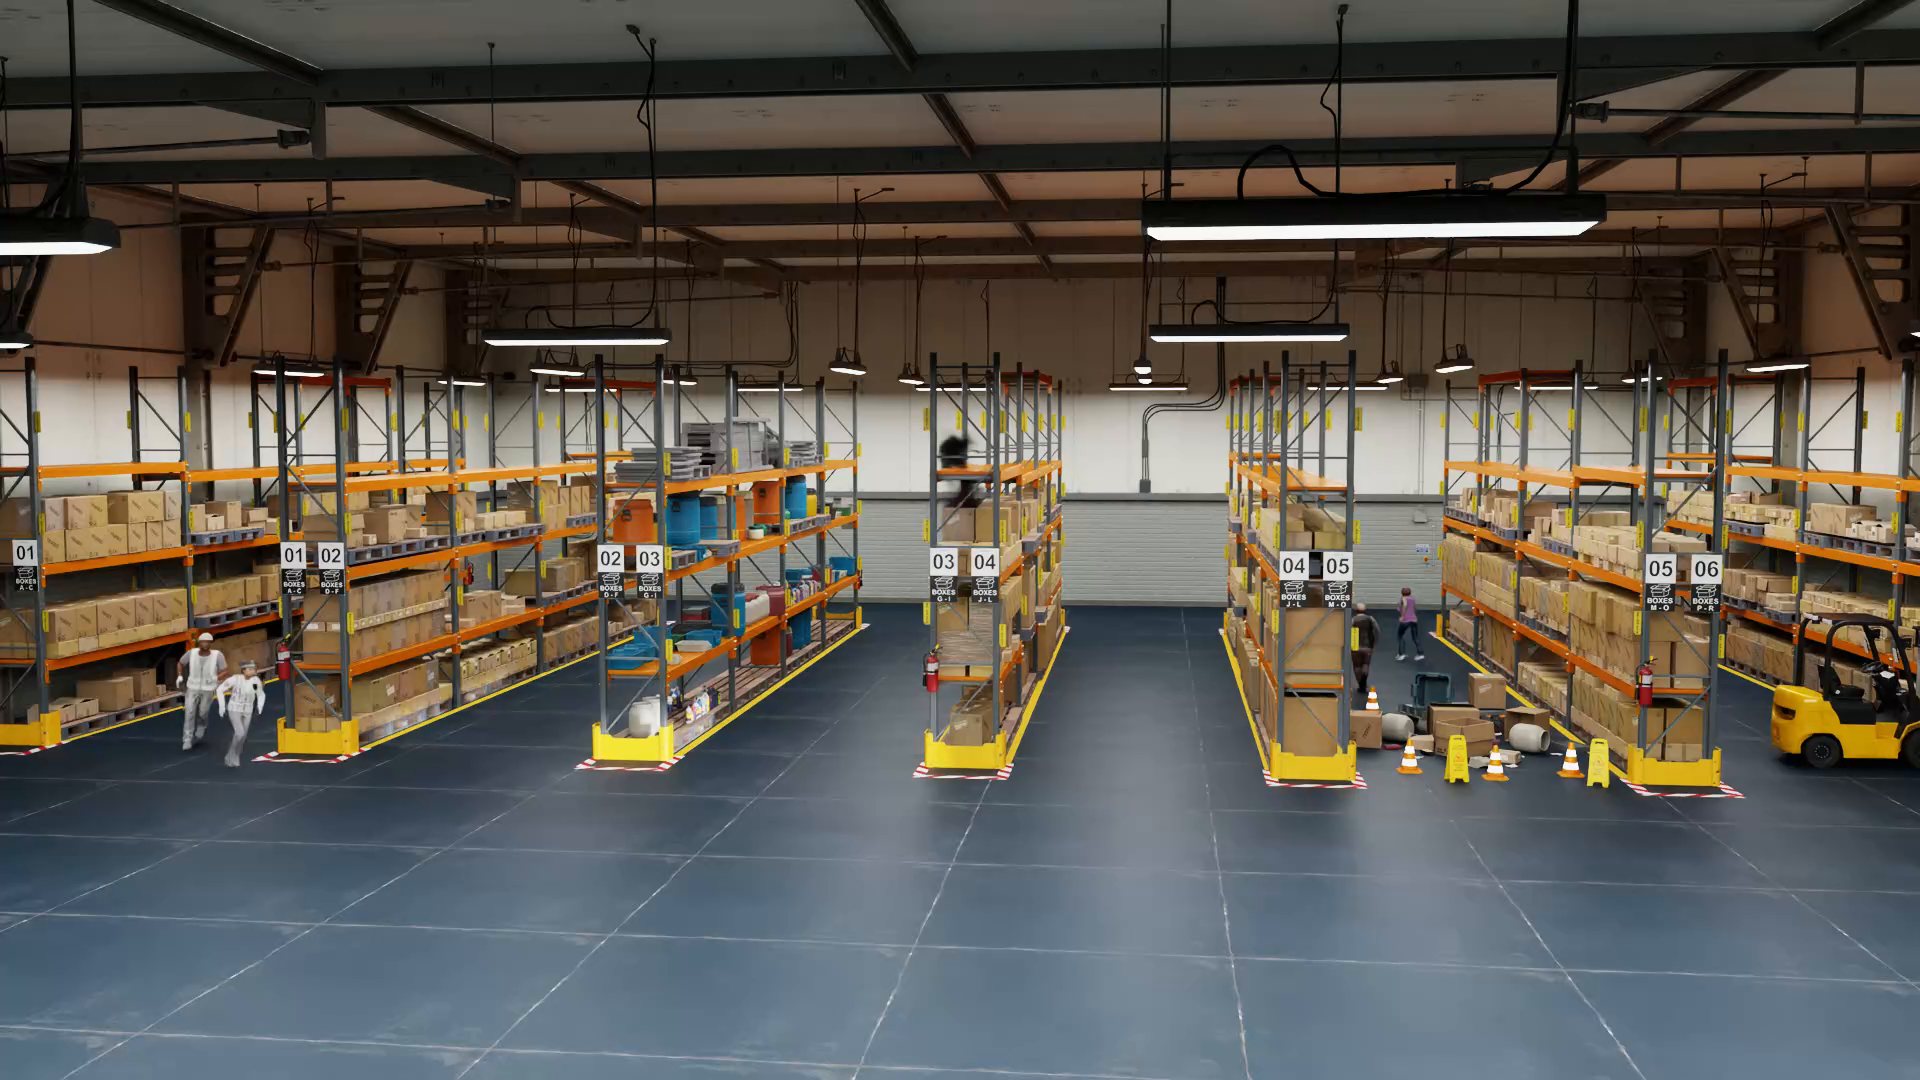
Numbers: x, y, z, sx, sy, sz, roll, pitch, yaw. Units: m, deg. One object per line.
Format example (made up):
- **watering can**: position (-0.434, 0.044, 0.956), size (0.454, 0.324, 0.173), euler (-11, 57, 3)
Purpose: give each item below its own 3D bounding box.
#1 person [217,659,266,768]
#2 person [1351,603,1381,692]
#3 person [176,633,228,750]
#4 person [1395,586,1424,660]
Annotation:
- **person**: position (-10.438, 2.508, 24.185), size (0.694, 1.587, 0.640), euler (4, 6, 45)
- **person**: position (7.452, 2.001, 30.813), size (0.664, 1.656, 0.554), euler (0, 4, 6)
- **person**: position (-11.700, 2.300, 25.680), size (0.740, 1.737, 0.964), euler (-1, 4, -19)
- **person**: position (9.403, 1.762, 34.799), size (0.534, 1.567, 0.905), euler (-1, 4, -19)
